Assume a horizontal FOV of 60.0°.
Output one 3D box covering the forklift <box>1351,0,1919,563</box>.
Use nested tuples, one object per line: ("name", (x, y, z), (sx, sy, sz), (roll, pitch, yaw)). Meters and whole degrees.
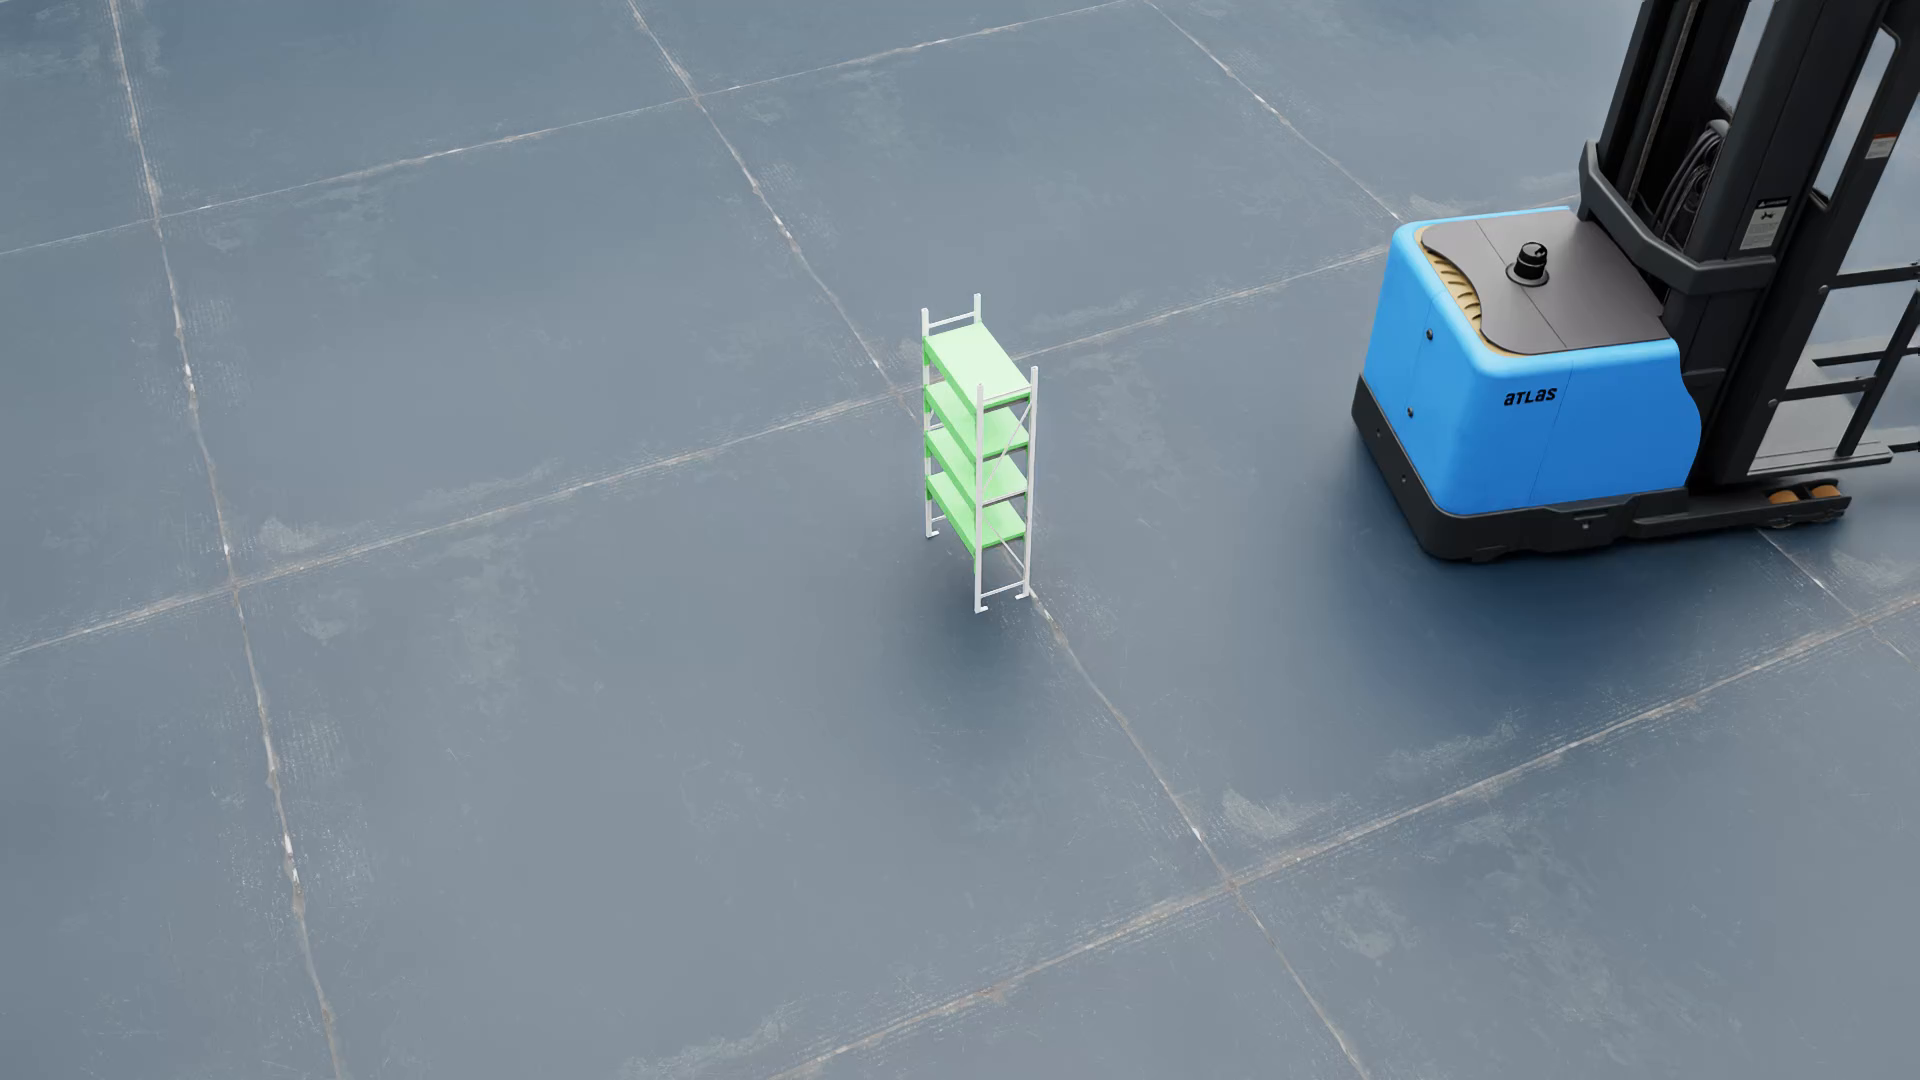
("forklift", (3.355, -1.454, 6.505), (3.031, 2.935, 1.130), (-7, 45, -7))

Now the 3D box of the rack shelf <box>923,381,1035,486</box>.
("rack shelf", (0.070, -0.447, 6.467), (0.258, 0.148, 0.480), (-18, 47, -17))

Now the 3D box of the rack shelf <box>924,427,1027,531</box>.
("rack shelf", (0.070, -0.276, 6.635), (0.258, 0.148, 0.480), (-18, 47, -17))

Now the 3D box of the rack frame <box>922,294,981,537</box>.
("rack frame", (-0.033, -0.477, 6.748), (0.240, 1.200, 0.015), (-18, 47, -17))

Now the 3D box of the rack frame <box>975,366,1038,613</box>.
("rack frame", (0.172, -0.166, 6.433), (0.240, 1.200, 0.015), (-18, 47, -17))

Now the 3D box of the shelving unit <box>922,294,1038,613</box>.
("shelving unit", (0.070, -0.322, 6.591), (0.258, 1.200, 0.503), (-18, 47, -17))

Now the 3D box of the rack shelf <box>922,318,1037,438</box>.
("rack shelf", (0.070, -0.618, 6.298), (0.258, 0.148, 0.480), (-18, 47, -17))

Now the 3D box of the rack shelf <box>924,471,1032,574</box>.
("rack shelf", (0.070, -0.105, 6.804), (0.258, 0.148, 0.480), (-18, 47, -17))
